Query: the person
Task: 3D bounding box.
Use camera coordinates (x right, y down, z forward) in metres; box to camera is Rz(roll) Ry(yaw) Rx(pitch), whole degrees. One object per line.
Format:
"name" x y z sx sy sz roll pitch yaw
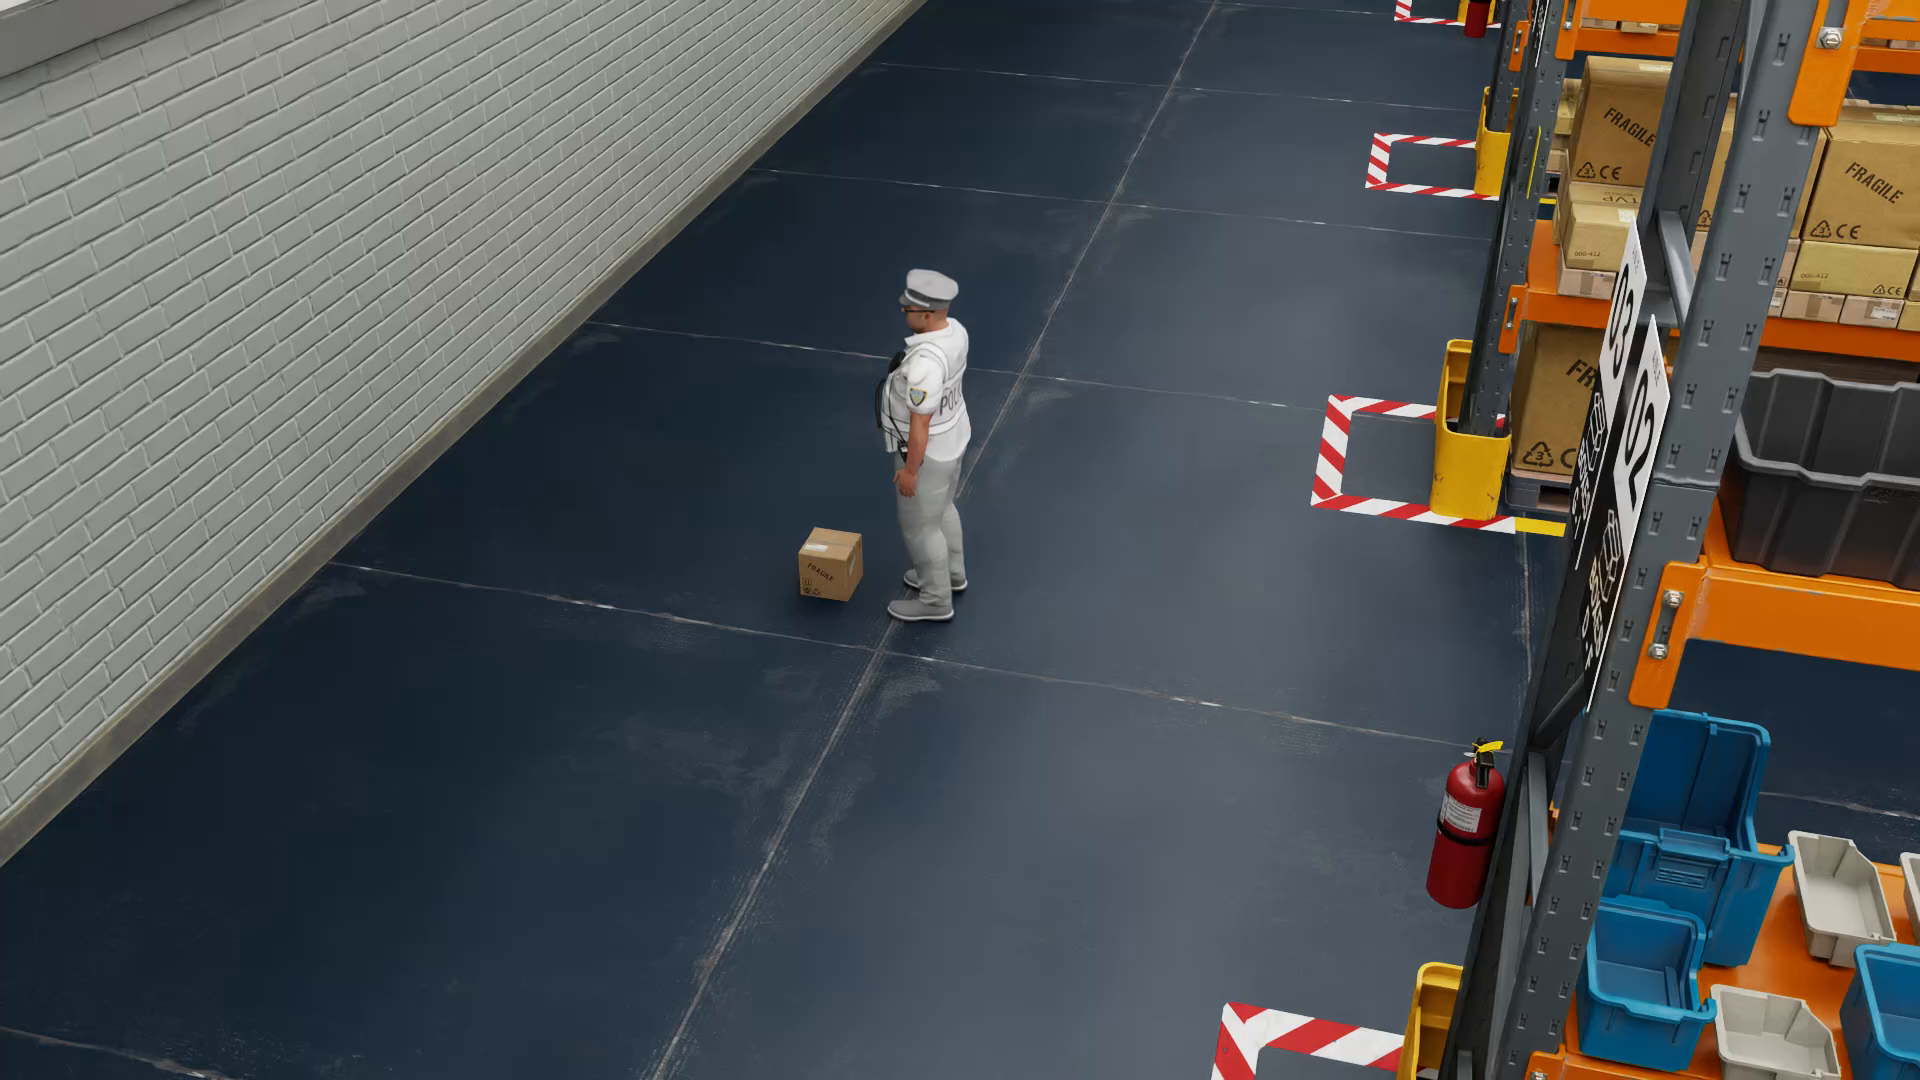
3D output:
"person" -0.164 -0.436 7.807 0.395 1.761 0.527 9 34 13
